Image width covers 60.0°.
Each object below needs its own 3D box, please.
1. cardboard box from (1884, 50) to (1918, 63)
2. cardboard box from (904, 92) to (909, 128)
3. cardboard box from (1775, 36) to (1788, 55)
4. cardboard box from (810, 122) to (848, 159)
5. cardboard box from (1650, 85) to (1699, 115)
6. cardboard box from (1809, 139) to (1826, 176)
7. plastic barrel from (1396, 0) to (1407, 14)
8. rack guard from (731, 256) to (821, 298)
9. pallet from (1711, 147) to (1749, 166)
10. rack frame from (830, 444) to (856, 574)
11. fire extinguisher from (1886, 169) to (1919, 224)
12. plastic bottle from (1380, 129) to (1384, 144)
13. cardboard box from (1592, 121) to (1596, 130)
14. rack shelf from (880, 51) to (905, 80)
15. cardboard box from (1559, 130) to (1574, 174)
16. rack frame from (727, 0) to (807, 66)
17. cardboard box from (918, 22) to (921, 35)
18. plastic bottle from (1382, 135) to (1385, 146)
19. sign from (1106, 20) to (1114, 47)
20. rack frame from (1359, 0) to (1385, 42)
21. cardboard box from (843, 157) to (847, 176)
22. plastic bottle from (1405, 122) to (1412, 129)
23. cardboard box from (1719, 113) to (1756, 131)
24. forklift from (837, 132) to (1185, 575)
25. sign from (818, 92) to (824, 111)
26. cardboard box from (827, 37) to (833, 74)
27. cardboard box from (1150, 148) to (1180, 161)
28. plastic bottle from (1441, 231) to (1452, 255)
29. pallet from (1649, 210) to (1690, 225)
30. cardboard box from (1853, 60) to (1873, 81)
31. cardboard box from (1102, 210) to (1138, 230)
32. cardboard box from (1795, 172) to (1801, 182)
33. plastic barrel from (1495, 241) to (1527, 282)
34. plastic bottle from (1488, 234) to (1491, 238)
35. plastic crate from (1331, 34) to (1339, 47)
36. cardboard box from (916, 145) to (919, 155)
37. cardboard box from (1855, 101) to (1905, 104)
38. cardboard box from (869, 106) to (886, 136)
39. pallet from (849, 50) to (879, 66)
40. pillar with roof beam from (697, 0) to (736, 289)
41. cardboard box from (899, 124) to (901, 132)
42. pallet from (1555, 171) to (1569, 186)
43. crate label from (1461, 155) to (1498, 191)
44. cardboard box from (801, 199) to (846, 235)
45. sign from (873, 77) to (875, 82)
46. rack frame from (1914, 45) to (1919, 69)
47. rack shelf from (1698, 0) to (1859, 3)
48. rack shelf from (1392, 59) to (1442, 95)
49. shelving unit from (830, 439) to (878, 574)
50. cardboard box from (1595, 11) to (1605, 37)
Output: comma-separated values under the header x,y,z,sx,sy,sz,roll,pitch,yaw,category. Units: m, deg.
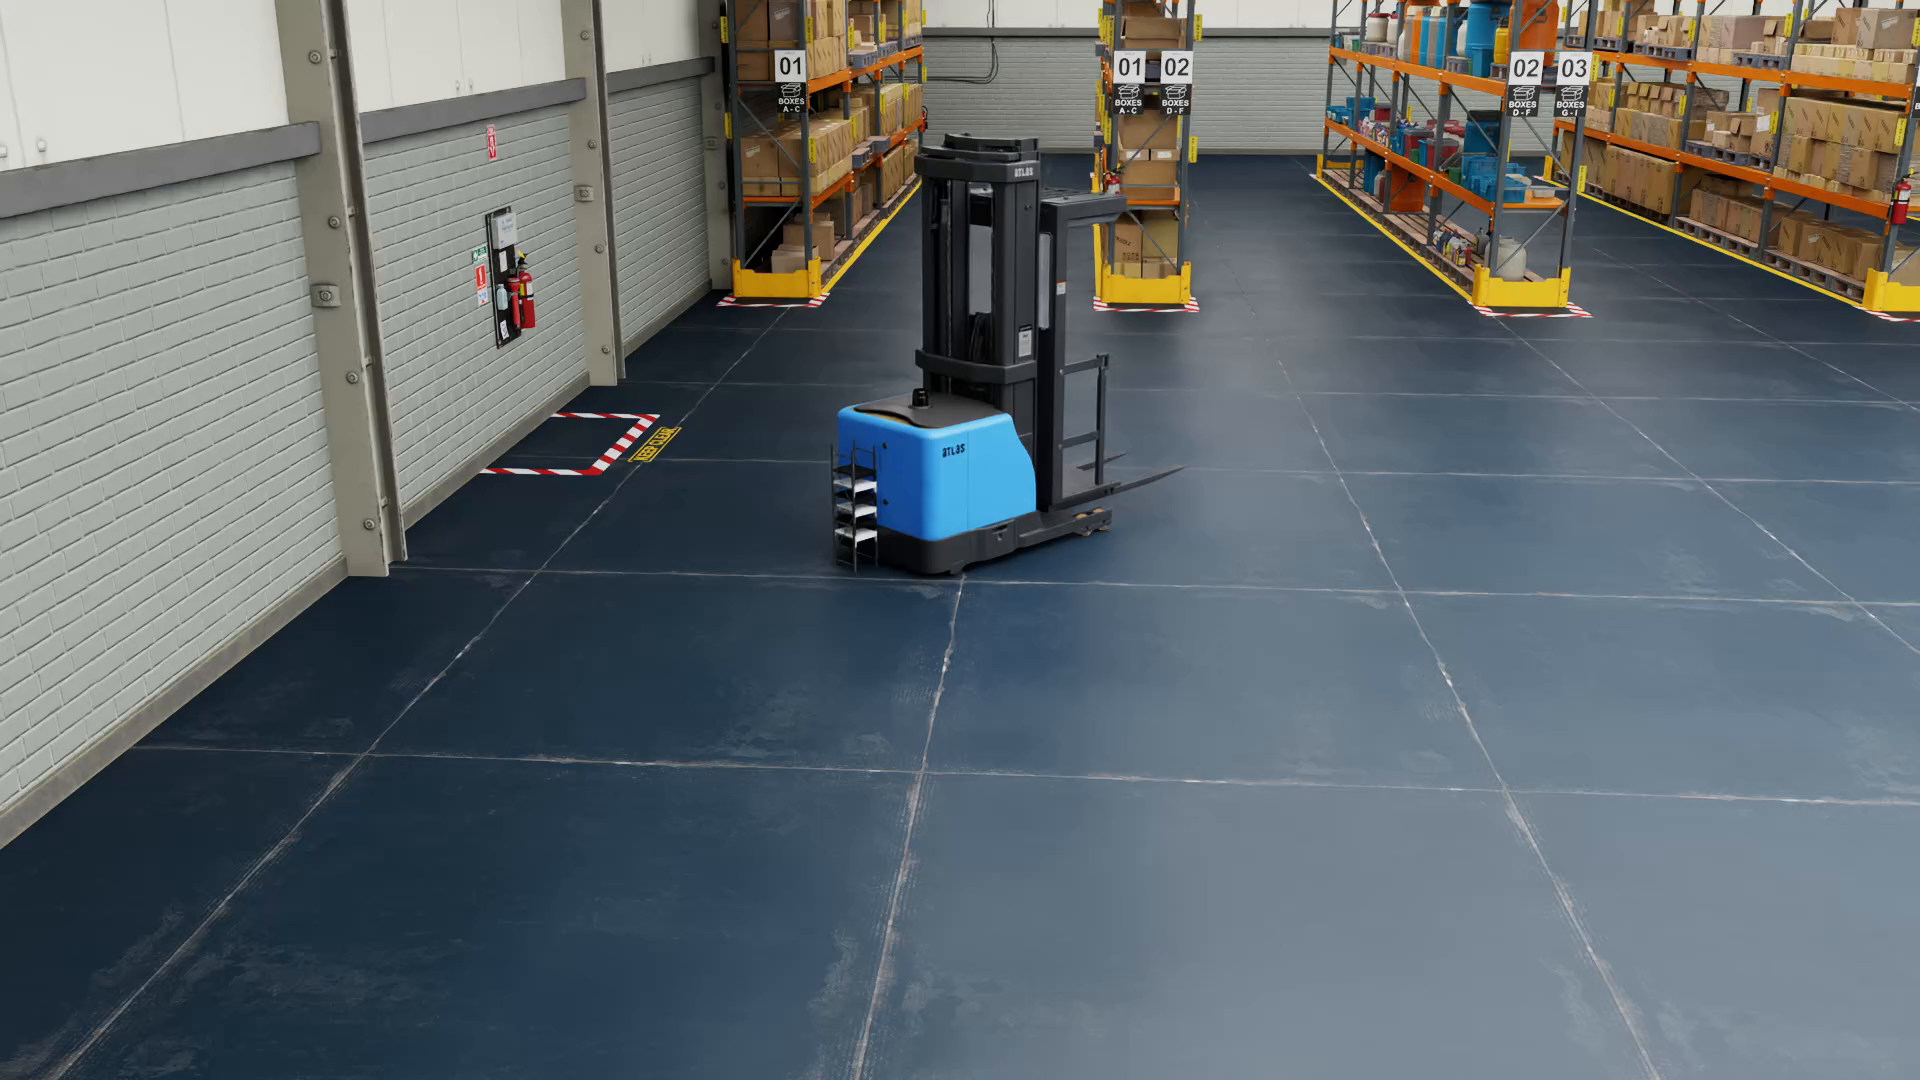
x,y,z,sx,sy,sz,roll,pitch,yaw,category
12.092,-6.195,21.296,0.380,0.149,0.250,0,18,2,cardboard box
-1.569,-8.762,33.865,0.980,0.700,0.700,2,18,5,cardboard box
12.592,-7.491,25.190,0.396,0.266,0.258,2,18,6,cardboard box
-1.953,-5.953,24.777,0.500,0.500,0.500,1,18,4,cardboard box
13.070,-8.039,30.369,0.797,0.503,0.637,2,18,6,cardboard box
12.524,-5.374,23.367,0.875,0.500,0.500,1,18,4,cardboard box
8.288,-9.560,30.485,0.600,0.901,0.708,1,18,4,plastic barrel
-2.479,-3.560,22.486,1.175,0.500,0.348,1,18,4,rack guard
12.810,-6.171,26.746,1.003,0.211,1.213,1,18,4,pallet
-0.815,-0.213,11.629,0.006,0.900,0.240,-17,25,-42,rack frame
11.870,-4.331,20.947,0.296,0.674,0.183,1,18,4,fire extinguisher
7.645,-7.290,30.061,0.097,0.271,0.097,0,18,0,plastic bottle
12.948,-8.342,33.468,0.380,0.149,0.250,2,18,5,cardboard box
-1.767,-8.914,31.148,1.077,0.370,4.000,1,18,4,rack shelf
13.518,-8.351,35.831,0.875,0.875,0.875,1,18,4,cardboard box
-2.484,-7.575,21.090,1.000,3.000,0.127,1,18,4,rack frame
-1.125,-11.062,35.953,0.500,0.250,0.500,2,18,6,cardboard box
7.624,-7.166,29.795,0.097,0.201,0.097,0,18,0,plastic bottle
1.917,-6.440,21.148,0.100,0.325,0.005,1,18,4,sign
8.257,-11.081,31.789,1.000,3.000,0.127,1,18,4,rack frame
-1.973,-5.597,24.895,0.500,0.250,0.500,1,18,4,cardboard box
8.278,-7.534,30.677,0.144,0.351,0.185,1,18,4,plastic bottle
12.972,-6.780,27.463,0.700,0.500,0.500,4,19,12,cardboard box
0.516,-1.524,12.366,3.031,2.935,1.130,-17,25,-42,forklift
-2.465,-7.771,29.462,0.100,0.325,0.005,1,18,4,sign
-2.087,-6.800,23.347,0.500,0.500,0.500,2,18,7,cardboard box
2.700,-5.088,21.931,0.380,0.149,0.250,1,18,4,cardboard box
7.199,-4.396,24.569,0.144,0.351,0.185,1,18,2,plastic bottle
13.043,-5.796,29.771,1.003,0.211,1.213,1,18,4,pallet
12.197,-6.217,22.001,0.500,0.250,0.500,2,18,5,cardboard box
2.293,-4.504,23.888,0.500,0.500,0.500,1,18,4,cardboard box
12.279,-5.222,23.947,0.380,0.149,0.250,1,18,4,cardboard box
7.368,-3.727,22.301,0.421,0.512,0.421,0,18,0,plastic barrel
7.911,-4.430,24.673,0.144,0.351,0.185,0,18,1,plastic bottle
8.239,-10.723,35.722,0.497,0.269,0.590,1,18,4,plastic crate
-1.288,-8.486,36.843,0.700,0.500,0.500,1,18,4,cardboard box
12.795,-5.843,23.193,0.500,0.500,0.500,1,18,4,cardboard box
-1.621,-7.553,29.985,0.500,0.500,0.500,2,18,6,cardboard box
-1.976,-7.815,26.939,1.213,0.211,1.003,1,18,4,pallet
0.997,-7.716,21.519,9.100,9.000,0.400,1,18,4,pillar with roof beam
-1.360,-8.151,32.854,0.380,0.149,0.250,2,18,5,cardboard box
13.505,-7.787,35.849,1.003,0.211,1.213,1,18,4,pallet
7.259,-5.098,23.107,0.502,0.435,0.616,1,18,4,crate label
-2.161,-5.217,26.835,0.700,0.500,0.500,2,18,6,cardboard box
-1.890,-10.157,37.086,0.100,0.325,0.005,1,18,4,sign
12.337,-7.244,20.078,1.000,3.000,0.127,1,18,4,rack frame
12.768,-8.575,25.939,1.077,0.370,4.000,1,18,4,rack shelf
7.827,-7.450,26.682,1.077,0.370,4.000,1,18,4,rack shelf
-0.743,-0.235,11.696,0.210,0.900,0.258,-17,25,-42,shelving unit
13.351,-10.586,34.099,0.700,0.500,0.500,0,18,0,cardboard box
